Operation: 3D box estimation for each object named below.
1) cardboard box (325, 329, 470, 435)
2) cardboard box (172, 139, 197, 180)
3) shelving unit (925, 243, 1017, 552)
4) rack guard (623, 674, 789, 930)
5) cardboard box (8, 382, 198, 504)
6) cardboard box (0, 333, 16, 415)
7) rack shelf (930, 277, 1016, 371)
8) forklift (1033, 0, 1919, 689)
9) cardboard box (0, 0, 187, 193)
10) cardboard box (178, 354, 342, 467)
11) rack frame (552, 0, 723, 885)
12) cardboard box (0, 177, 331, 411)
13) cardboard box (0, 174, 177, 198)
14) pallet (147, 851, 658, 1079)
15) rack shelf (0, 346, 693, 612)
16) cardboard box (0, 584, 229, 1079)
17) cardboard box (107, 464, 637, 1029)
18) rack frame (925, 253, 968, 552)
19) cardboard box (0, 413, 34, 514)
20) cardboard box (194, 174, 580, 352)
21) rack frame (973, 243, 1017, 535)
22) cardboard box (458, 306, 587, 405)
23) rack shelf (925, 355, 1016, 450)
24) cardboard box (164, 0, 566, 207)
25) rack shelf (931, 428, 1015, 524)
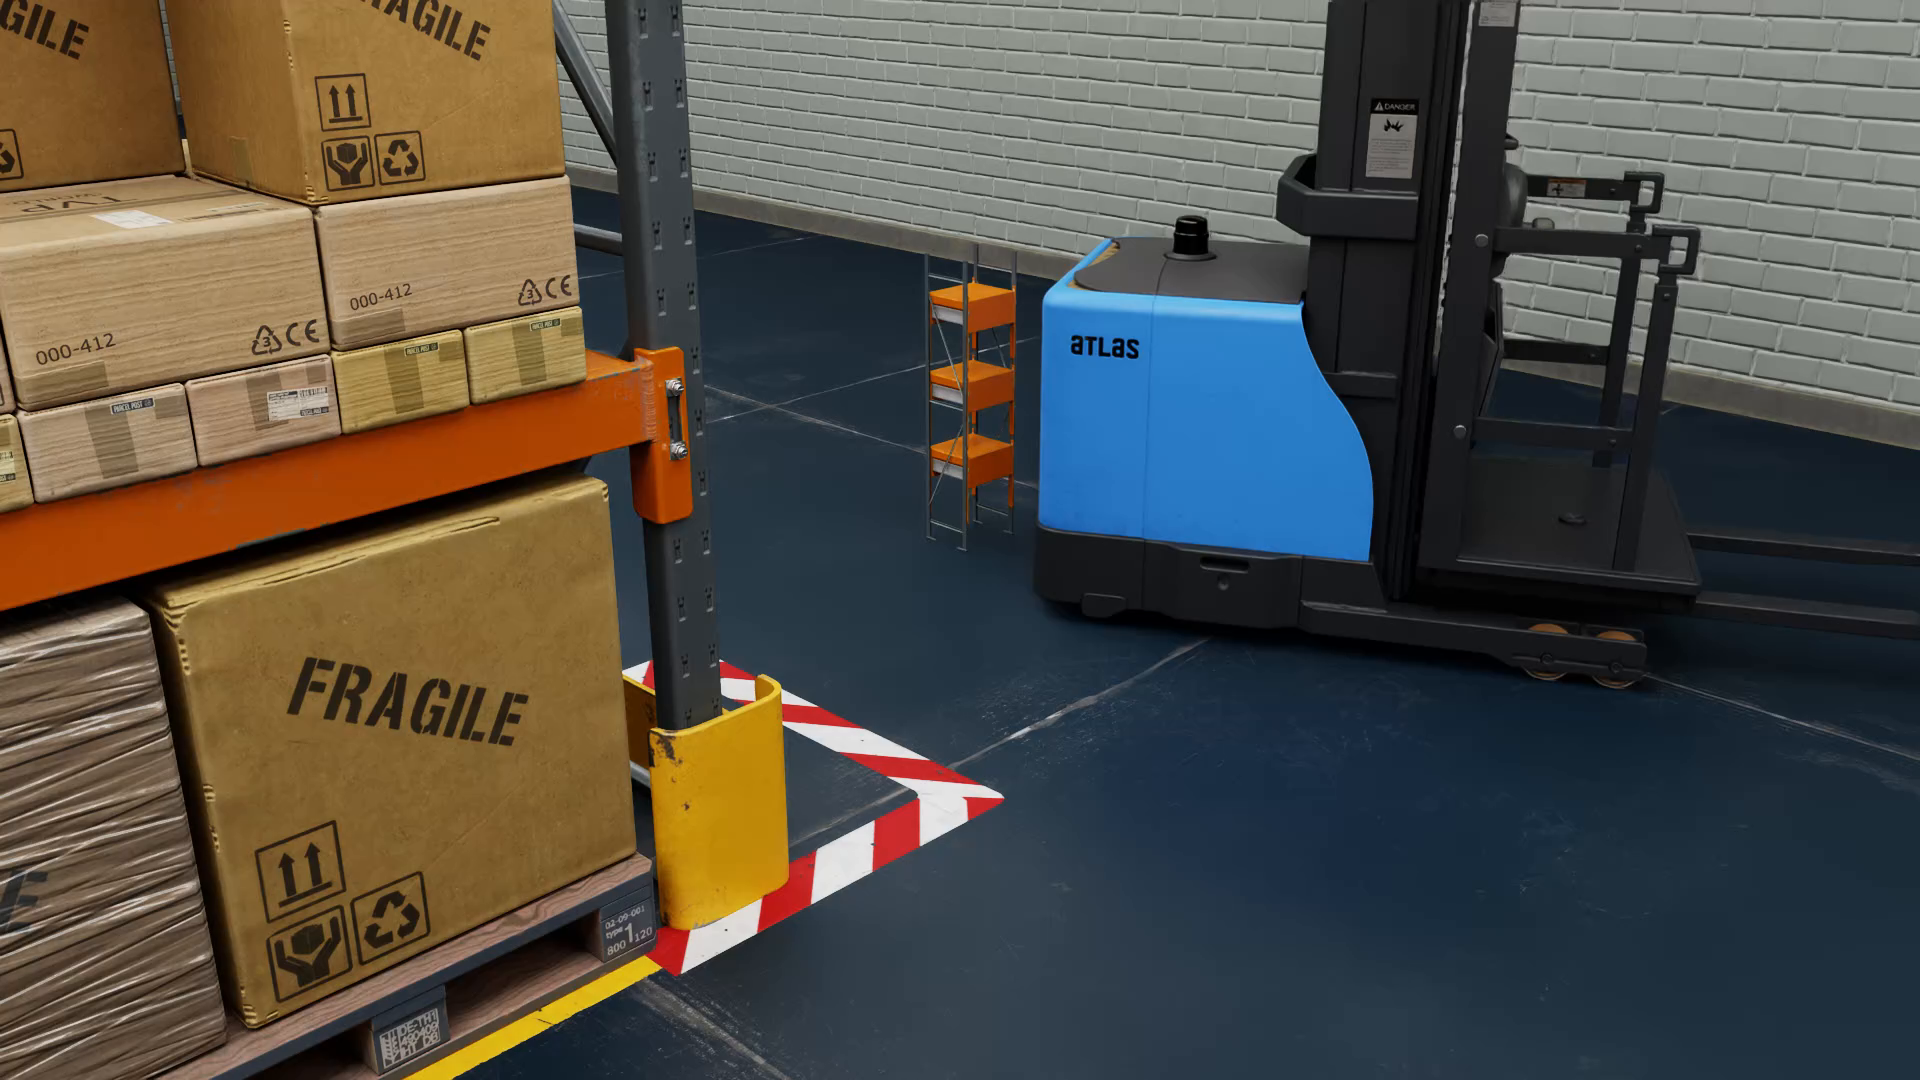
[{"bbox_3d":[-1.129,-0.331,3.104,0.380,0.149,0.250,20,28,41],"label":"cardboard box"},{"bbox_3d":[-1.465,-0.702,3.515,0.500,0.250,0.500,18,28,39],"label":"cardboard box"},{"bbox_3d":[0.037,-0.504,5.922,0.215,1.050,0.252,19,28,41],"label":"shelving unit"},{"bbox_3d":[-0.920,0.471,4.151,1.175,0.500,0.348,19,28,41],"label":"rack guard"},{"bbox_3d":[-1.481,-0.202,2.770,0.250,0.149,0.380,-20,28,-41],"label":"cardboard box"},{"bbox_3d":[-1.793,-0.306,2.484,0.500,0.250,0.500,18,27,39],"label":"cardboard box"},{"bbox_3d":[0.037,-0.759,5.824,0.215,0.259,0.240,19,28,41],"label":"rack shelf"},{"bbox_3d":[1.816,-1.141,4.957,3.031,2.935,1.130,6,22,15],"label":"forklift"},{"bbox_3d":[-1.813,-0.924,3.046,0.500,0.500,0.500,18,28,39],"label":"cardboard box"},{"bbox_3d":[-1.306,-0.266,2.936,0.380,0.149,0.250,19,28,41],"label":"cardboard box"},{"bbox_3d":[-0.936,-0.689,3.687,1.000,3.000,0.127,19,28,41],"label":"rack frame"},{"bbox_3d":[-1.439,-0.437,2.825,0.500,0.250,0.500,19,28,40],"label":"cardboard box"},{"bbox_3d":[-1.823,-0.567,3.163,0.500,0.250,0.500,19,28,40],"label":"cardboard box"},{"bbox_3d":[-1.438,0.838,3.601,1.003,0.211,1.213,19,28,41],"label":"pallet"},{"bbox_3d":[-2.332,0.161,2.478,1.077,0.370,4.000,19,28,41],"label":"rack shelf"},{"bbox_3d":[-1.960,0.525,2.904,0.875,0.875,0.875,19,28,41],"label":"cardboard box"},{"bbox_3d":[-1.326,0.291,3.513,0.875,0.875,0.875,19,28,41],"label":"cardboard box"},{"bbox_3d":[-0.048,-0.472,5.840,0.200,1.050,0.008,19,28,41],"label":"rack frame"},{"bbox_3d":[-1.660,-0.135,2.595,0.380,0.149,0.250,18,28,39],"label":"cardboard box"},{"bbox_3d":[-1.084,-0.567,3.163,0.500,0.250,0.500,19,28,40],"label":"cardboard box"},{"bbox_3d":[0.122,-0.535,6.004,0.200,1.050,0.008,19,28,41],"label":"rack frame"},{"bbox_3d":[-0.949,-0.398,3.279,0.250,0.149,0.380,-20,28,-41],"label":"cardboard box"},{"bbox_3d":[0.037,-0.494,5.926,0.215,0.259,0.240,19,28,41],"label":"rack shelf"},{"bbox_3d":[-1.088,-0.917,3.029,0.500,0.500,0.500,20,29,41],"label":"cardboard box"},{"bbox_3d":[0.037,-0.234,6.026,0.215,0.259,0.240,19,28,41],"label":"rack shelf"}]
